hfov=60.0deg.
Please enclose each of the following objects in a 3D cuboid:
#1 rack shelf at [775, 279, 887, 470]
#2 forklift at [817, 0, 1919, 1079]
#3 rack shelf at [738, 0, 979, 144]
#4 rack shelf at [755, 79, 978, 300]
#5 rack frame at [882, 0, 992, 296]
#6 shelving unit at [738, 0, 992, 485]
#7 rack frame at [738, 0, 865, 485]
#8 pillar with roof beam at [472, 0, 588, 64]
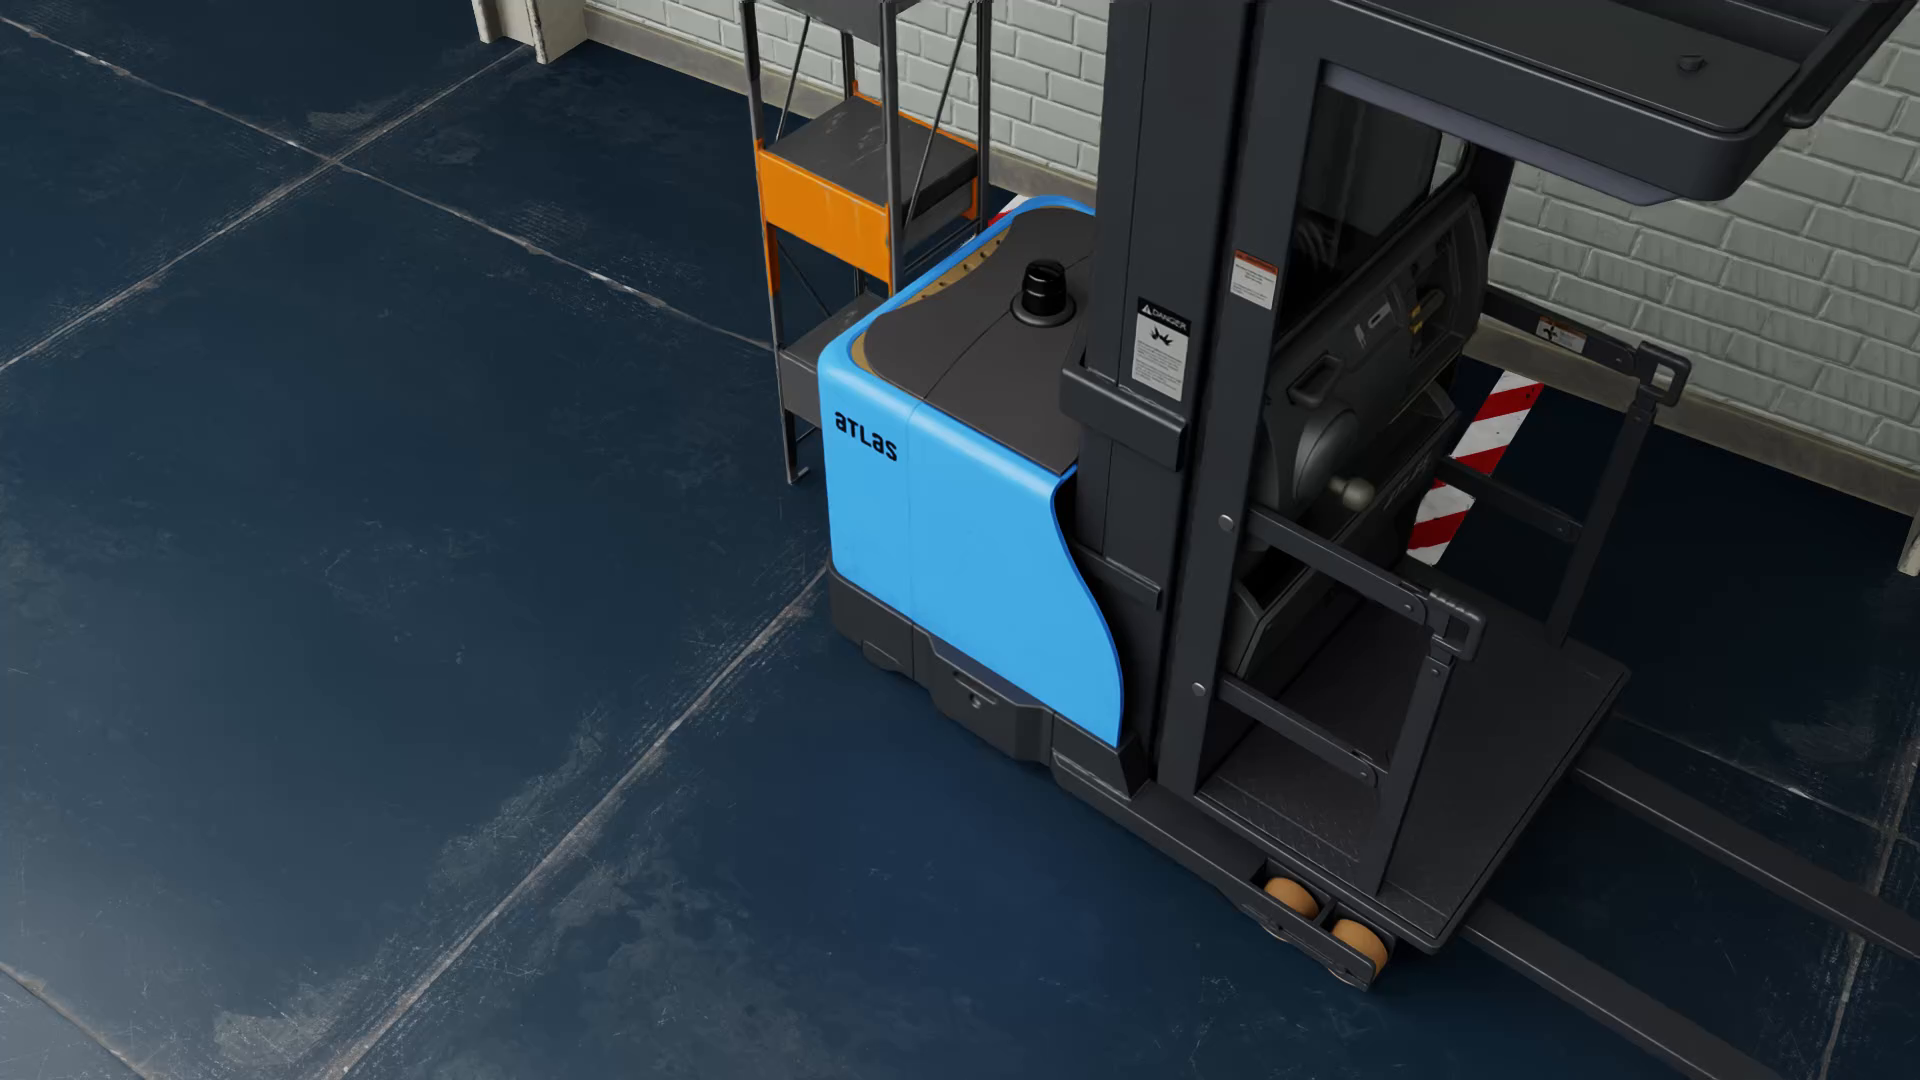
[{"bbox_3d":[-0.241,-0.416,5.185,0.480,0.518,0.431,30,53,26],"label":"rack shelf"},{"bbox_3d":[1.078,-0.343,3.540,3.031,2.935,1.130,30,53,26],"label":"forklift"},{"bbox_3d":[-0.241,-1.391,4.181,0.480,0.518,0.431,30,53,26],"label":"rack shelf"},{"bbox_3d":[-0.241,-0.904,4.683,0.480,0.518,0.431,30,53,26],"label":"rack shelf"},{"bbox_3d":[-0.052,-0.802,4.565,0.015,2.100,0.400,30,53,26],"label":"rack frame"},{"bbox_3d":[-0.241,-0.913,4.673,0.503,2.100,0.431,30,53,26],"label":"shelving unit"},{"bbox_3d":[-0.429,-1.024,4.781,0.015,2.100,0.400,30,53,26],"label":"rack frame"},{"bbox_3d":[-4.218,-2.784,1.681,0.400,9.000,9.100,25,51,22],"label":"pillar with roof beam"}]
